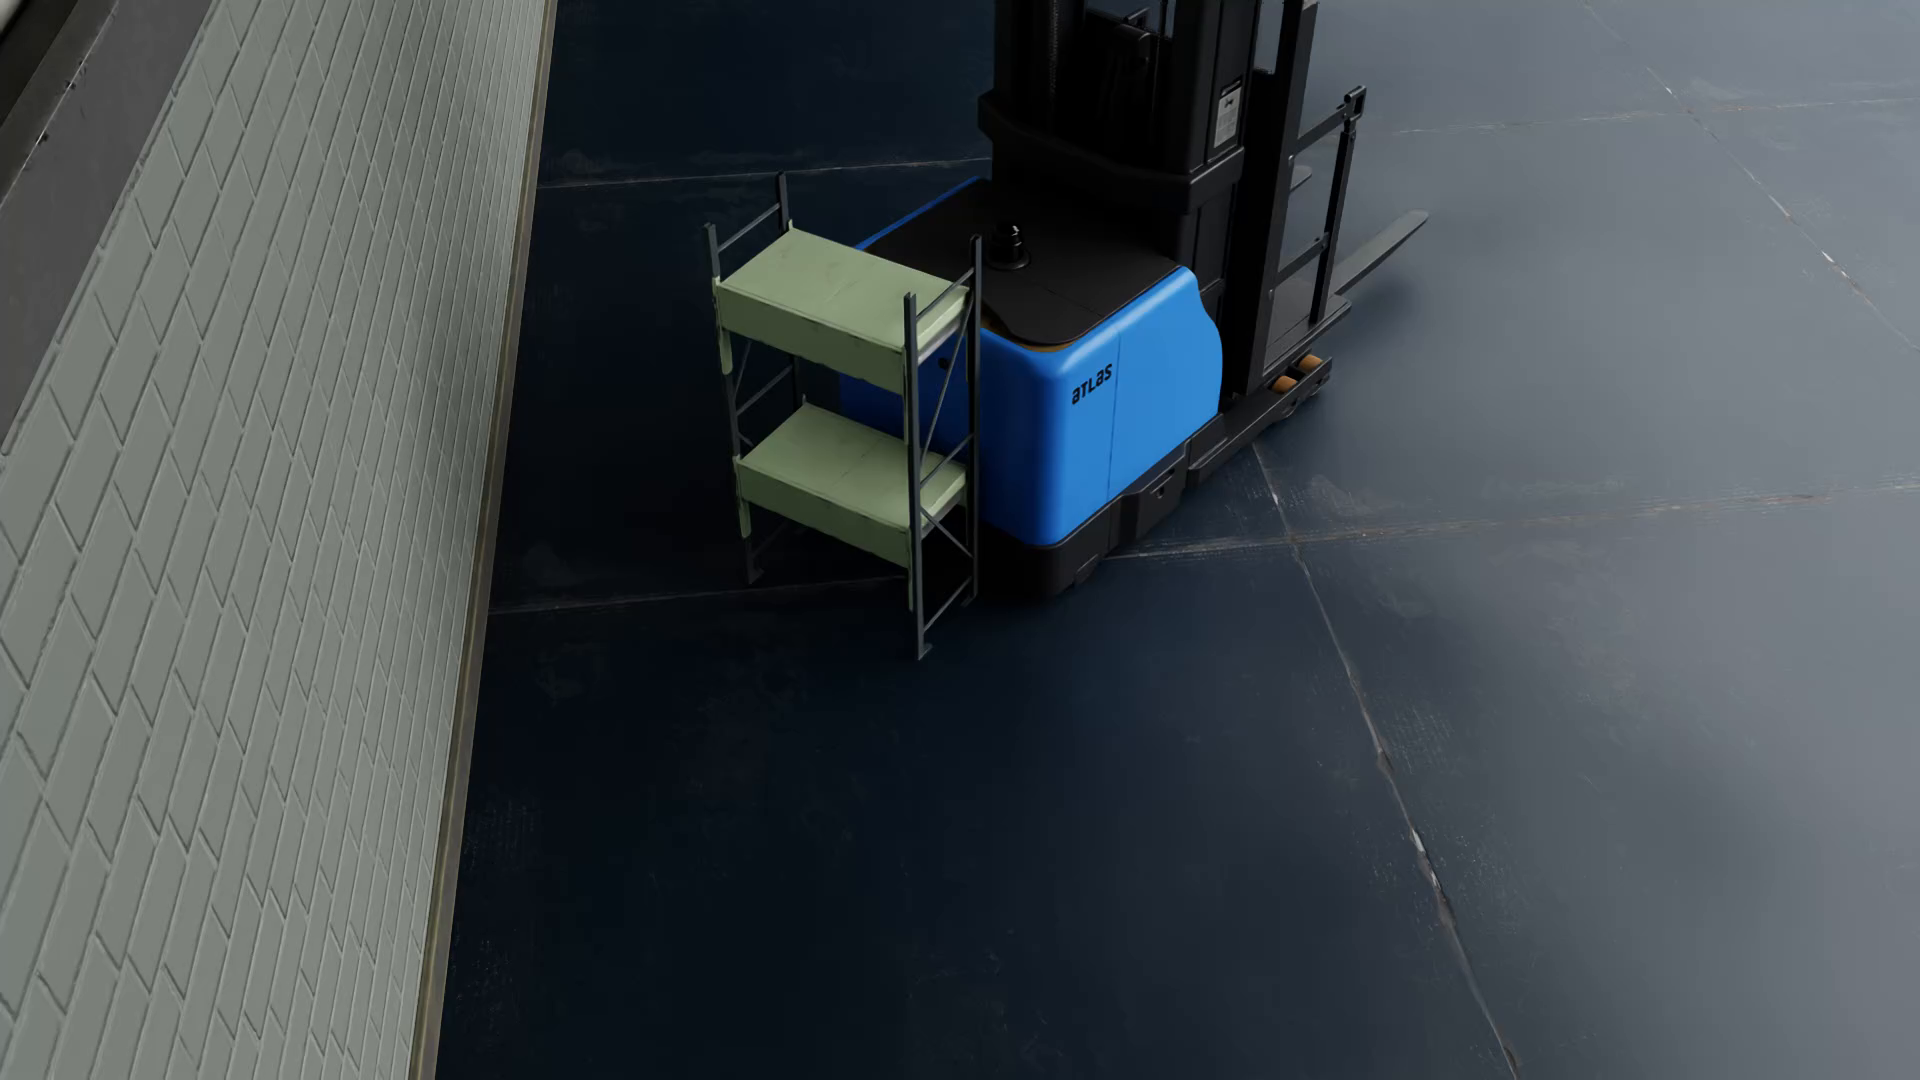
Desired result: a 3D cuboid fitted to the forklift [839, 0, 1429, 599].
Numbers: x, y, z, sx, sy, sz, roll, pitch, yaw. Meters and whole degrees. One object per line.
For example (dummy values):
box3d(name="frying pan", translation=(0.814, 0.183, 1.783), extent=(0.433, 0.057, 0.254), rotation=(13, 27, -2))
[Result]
box3d(name="forklift", translation=(0.889, -1.791, 6.048), extent=(1.130, 2.935, 3.031), rotation=(30, 50, 29))

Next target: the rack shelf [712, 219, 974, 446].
box3d(name="rack shelf", translation=(-0.360, -0.670, 5.291), extent=(0.720, 0.370, 0.431), rotation=(22, 47, 23))

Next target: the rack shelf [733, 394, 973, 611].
box3d(name="rack shelf", translation=(-0.360, -0.138, 5.770), extent=(0.720, 0.370, 0.431), rotation=(22, 47, 23))

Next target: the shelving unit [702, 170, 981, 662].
box3d(name="shelving unit", translation=(-0.360, -0.381, 5.552), extent=(0.755, 1.500, 0.431), rotation=(22, 47, 23))

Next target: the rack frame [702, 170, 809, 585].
box3d(name="rack frame", translation=(-0.672, -0.509, 5.694), extent=(0.023, 1.500, 0.400), rotation=(22, 47, 23))

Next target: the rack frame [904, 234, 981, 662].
box3d(name="rack frame", translation=(-0.049, -0.252, 5.410), extent=(0.023, 1.500, 0.400), rotation=(22, 47, 23))
